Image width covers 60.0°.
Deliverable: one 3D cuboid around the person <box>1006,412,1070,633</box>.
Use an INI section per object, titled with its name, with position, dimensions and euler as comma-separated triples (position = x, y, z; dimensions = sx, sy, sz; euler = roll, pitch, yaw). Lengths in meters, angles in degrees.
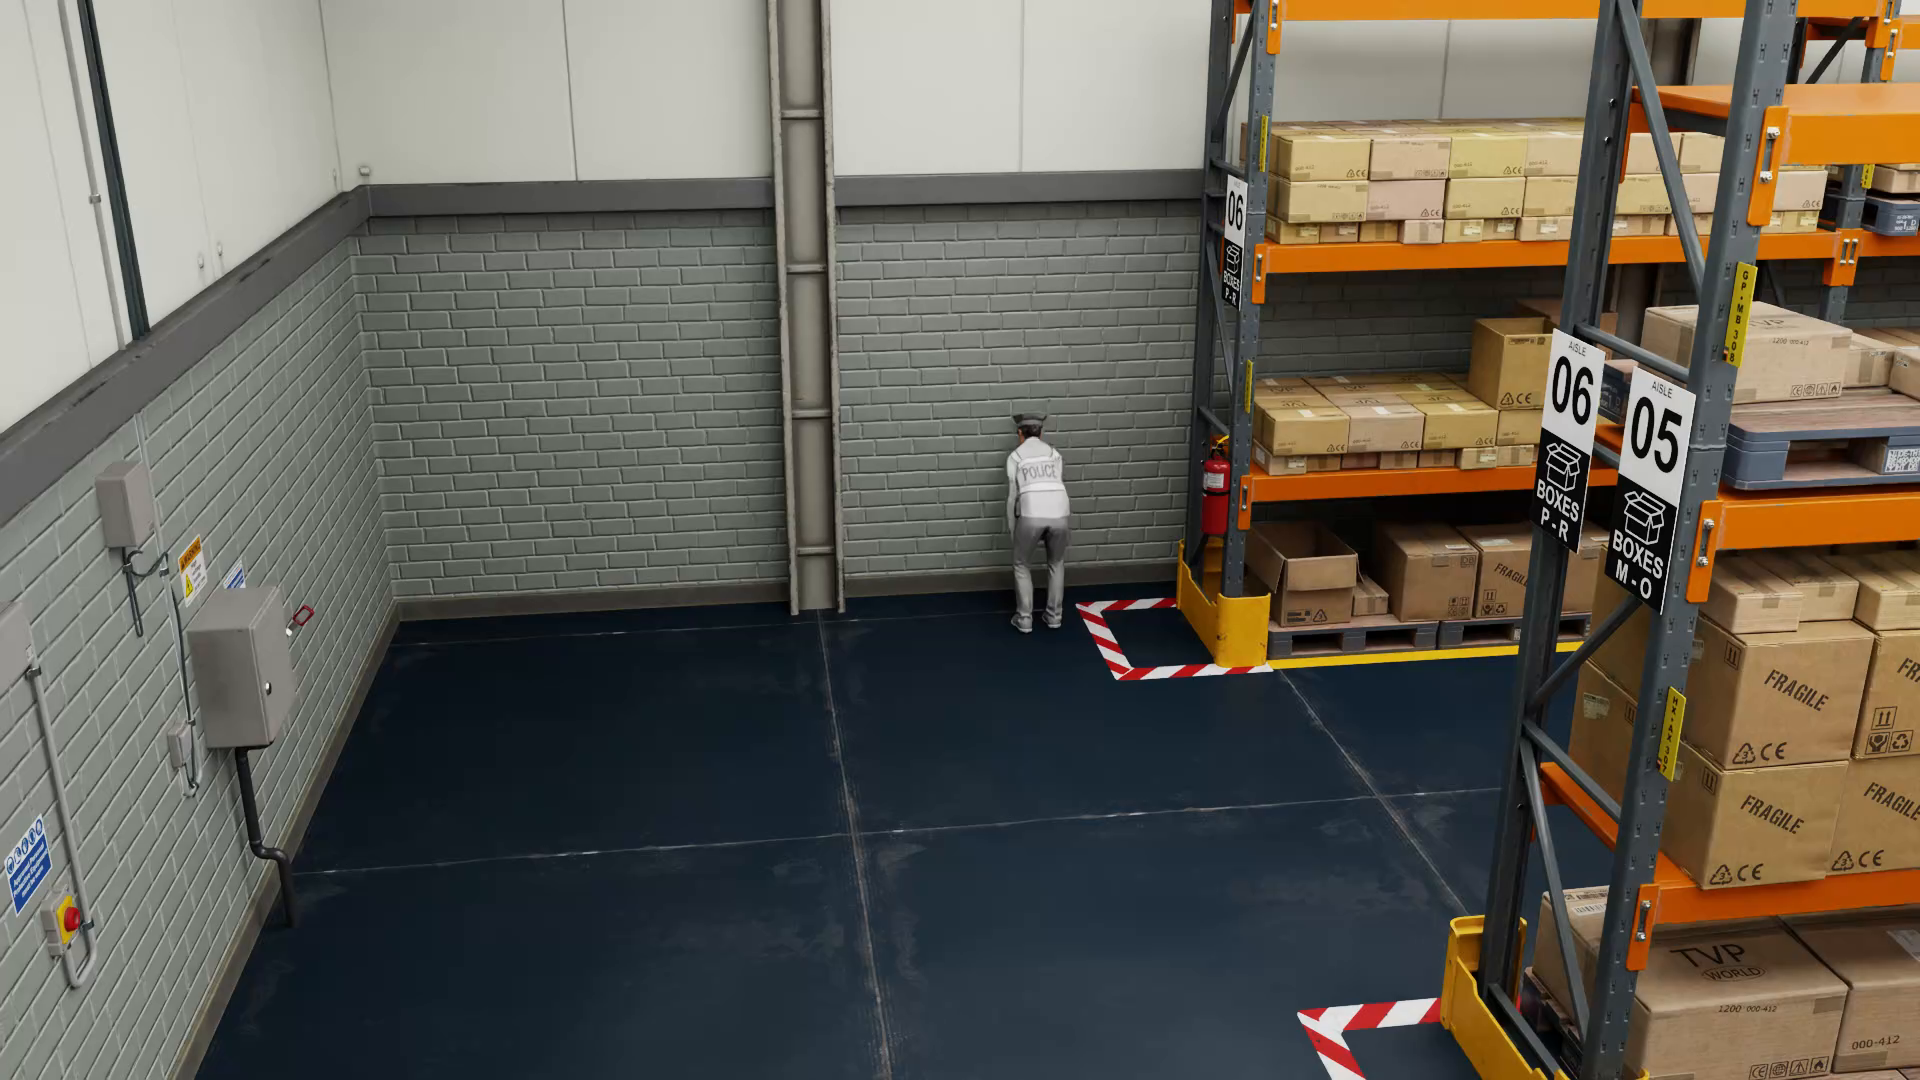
[person]
position = 0.528, -0.133, 11.703
dimensions = 0.402, 1.488, 0.752
euler = -3, 20, -9
